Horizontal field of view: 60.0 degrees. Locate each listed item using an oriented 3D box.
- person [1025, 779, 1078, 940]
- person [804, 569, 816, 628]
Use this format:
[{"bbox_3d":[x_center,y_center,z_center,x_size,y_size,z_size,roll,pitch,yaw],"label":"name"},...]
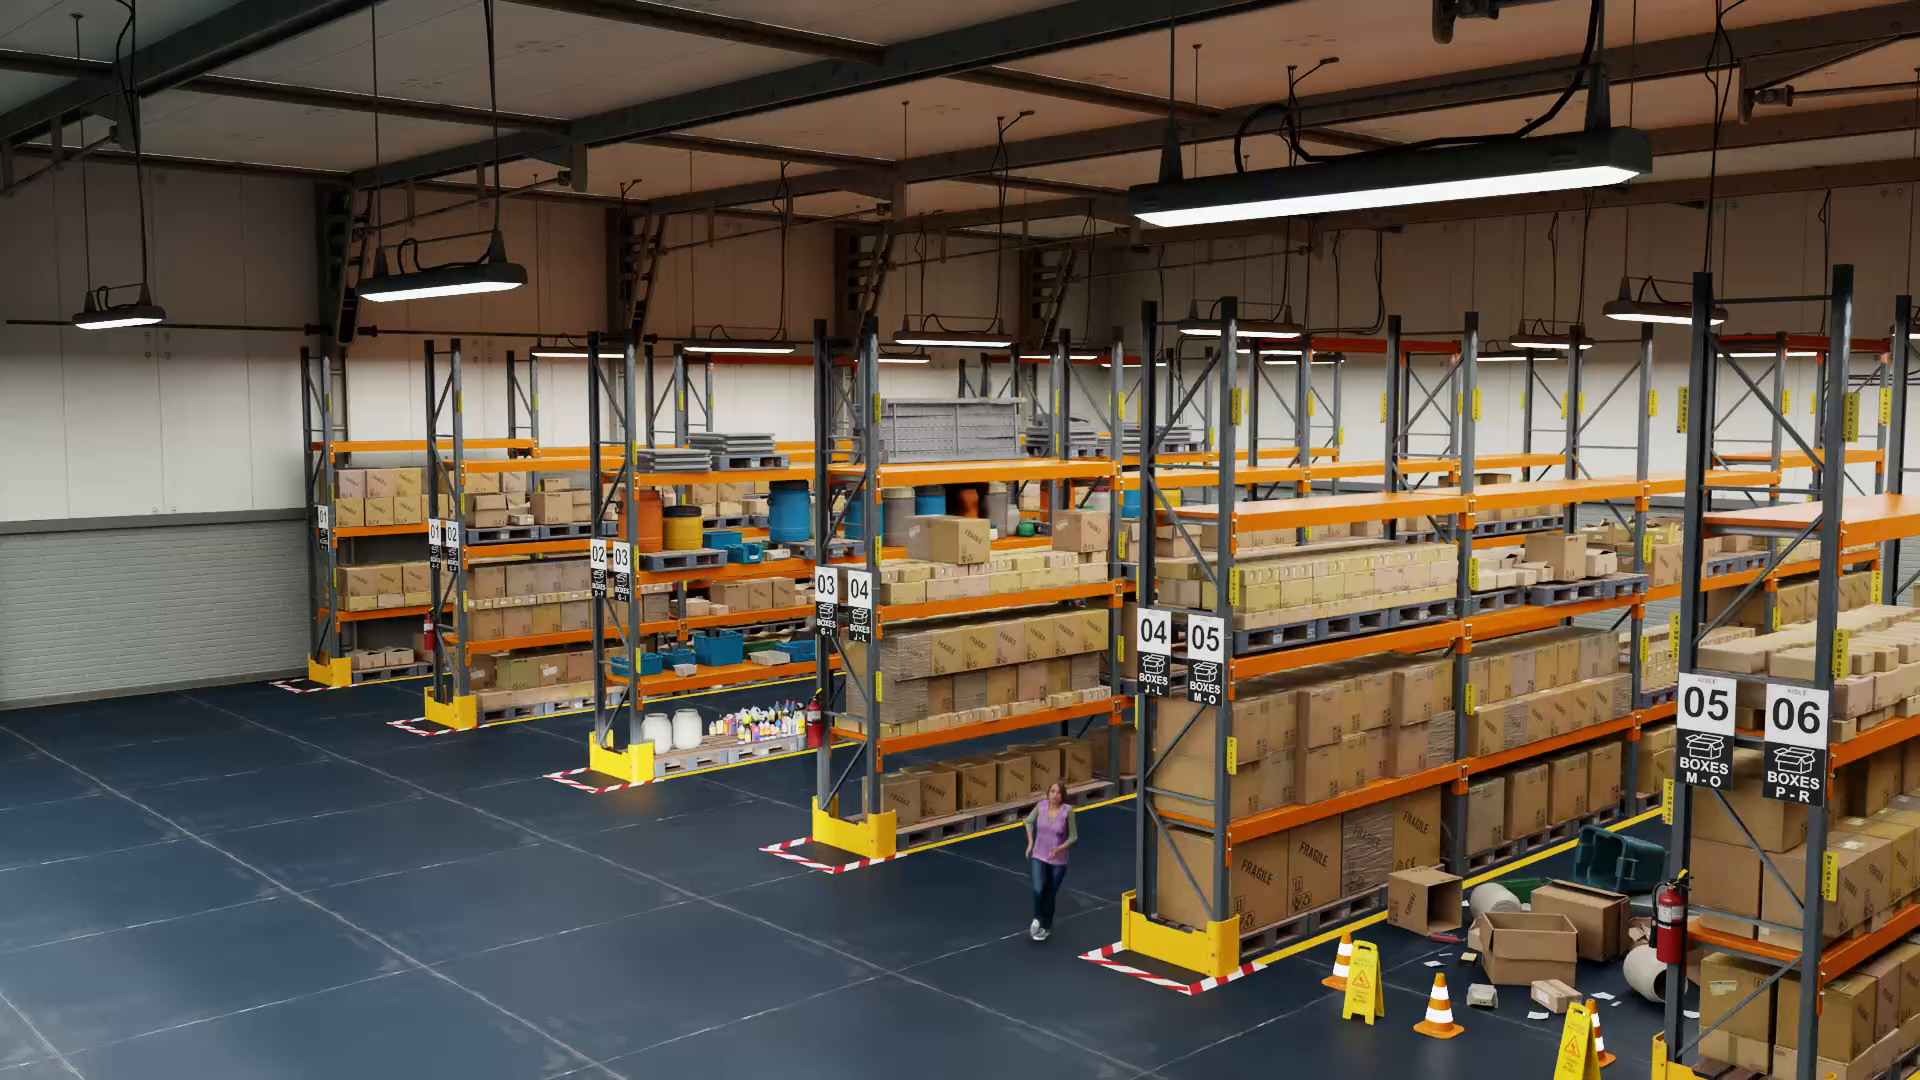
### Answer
[{"bbox_3d":[0.837,3.016,15.597,0.531,1.554,0.538,1,5,12],"label":"person"},{"bbox_3d":[-2.823,1.404,32.994,0.647,1.751,0.653,-4,7,-40],"label":"person"}]
